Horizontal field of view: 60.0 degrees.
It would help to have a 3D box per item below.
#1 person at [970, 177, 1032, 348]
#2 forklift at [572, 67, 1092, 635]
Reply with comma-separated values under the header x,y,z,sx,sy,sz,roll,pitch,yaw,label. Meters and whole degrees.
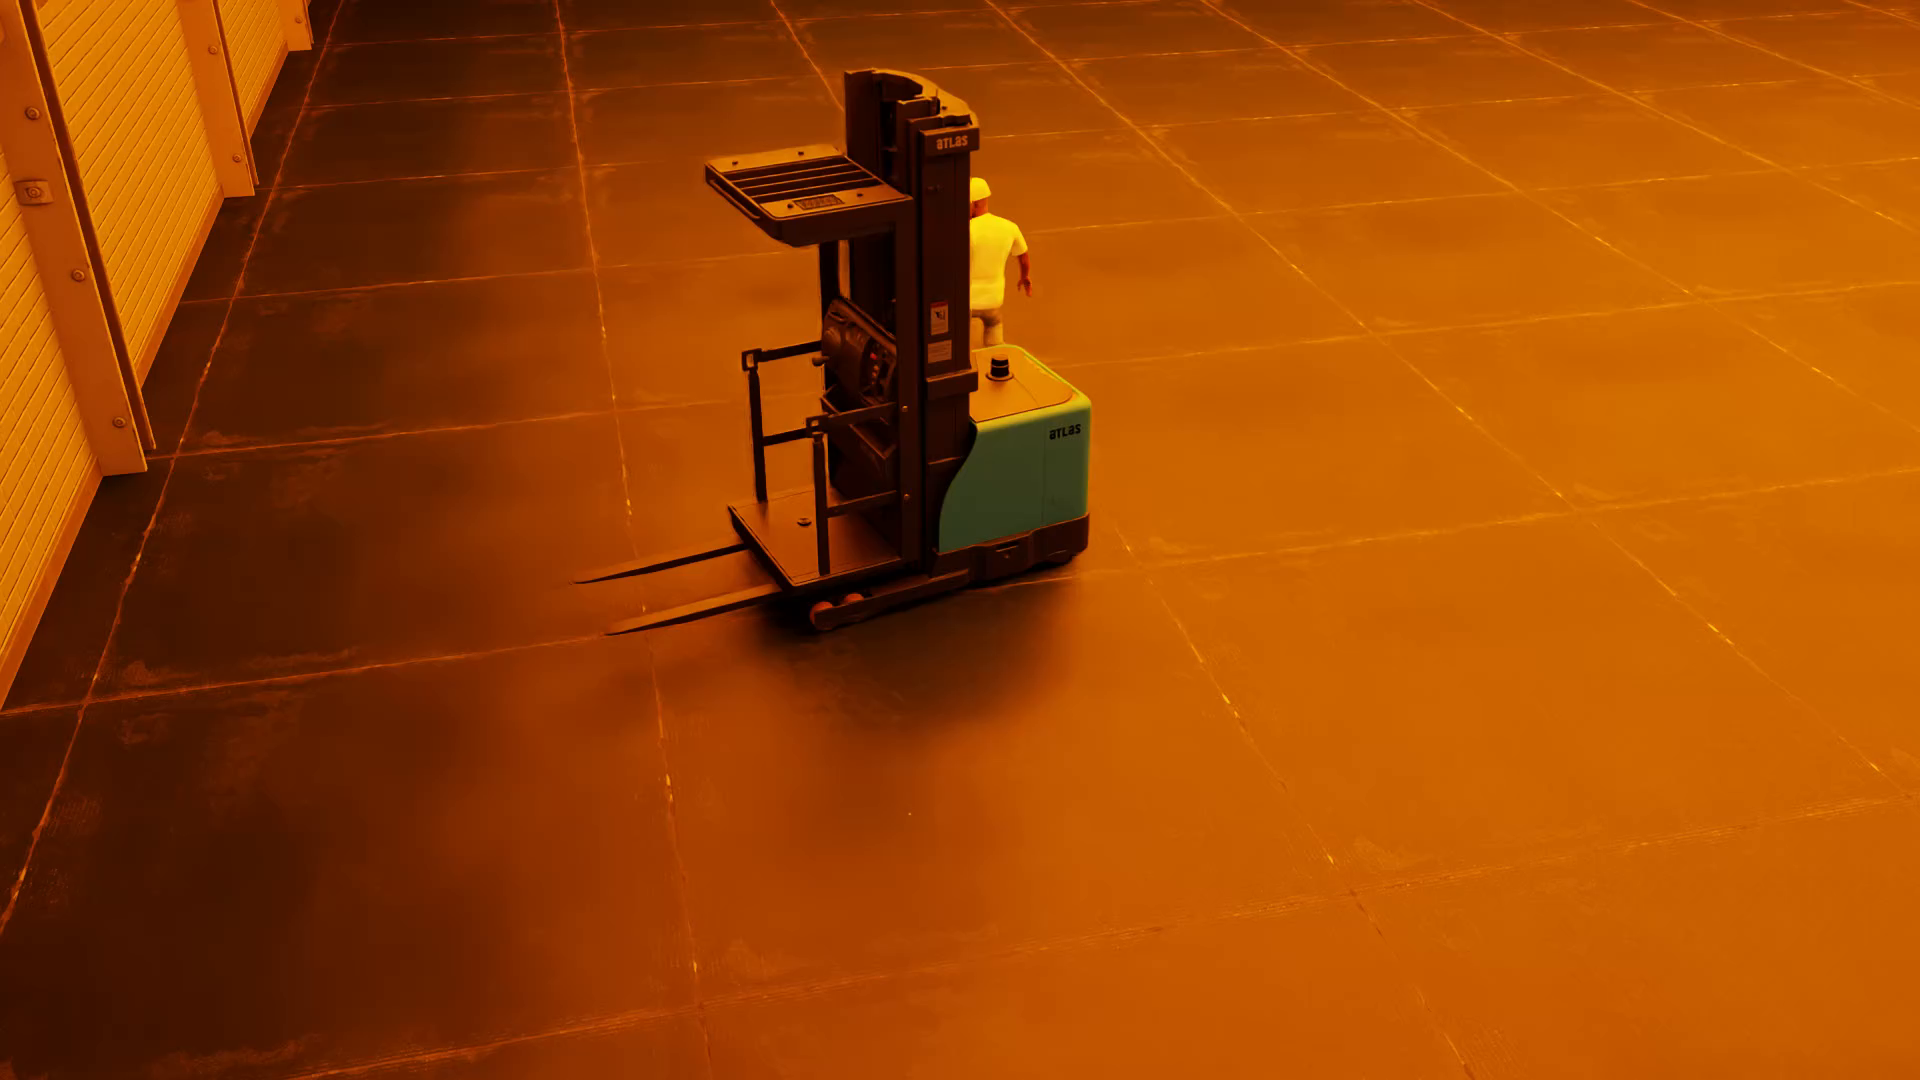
x,y,z,sx,sy,sz,roll,pitch,yaw,label
0.101,-1.805,12.020,1.039,1.646,0.524,-11,32,-18,person
-0.757,-1.046,9.382,3.031,2.935,1.130,-14,33,-23,forklift
